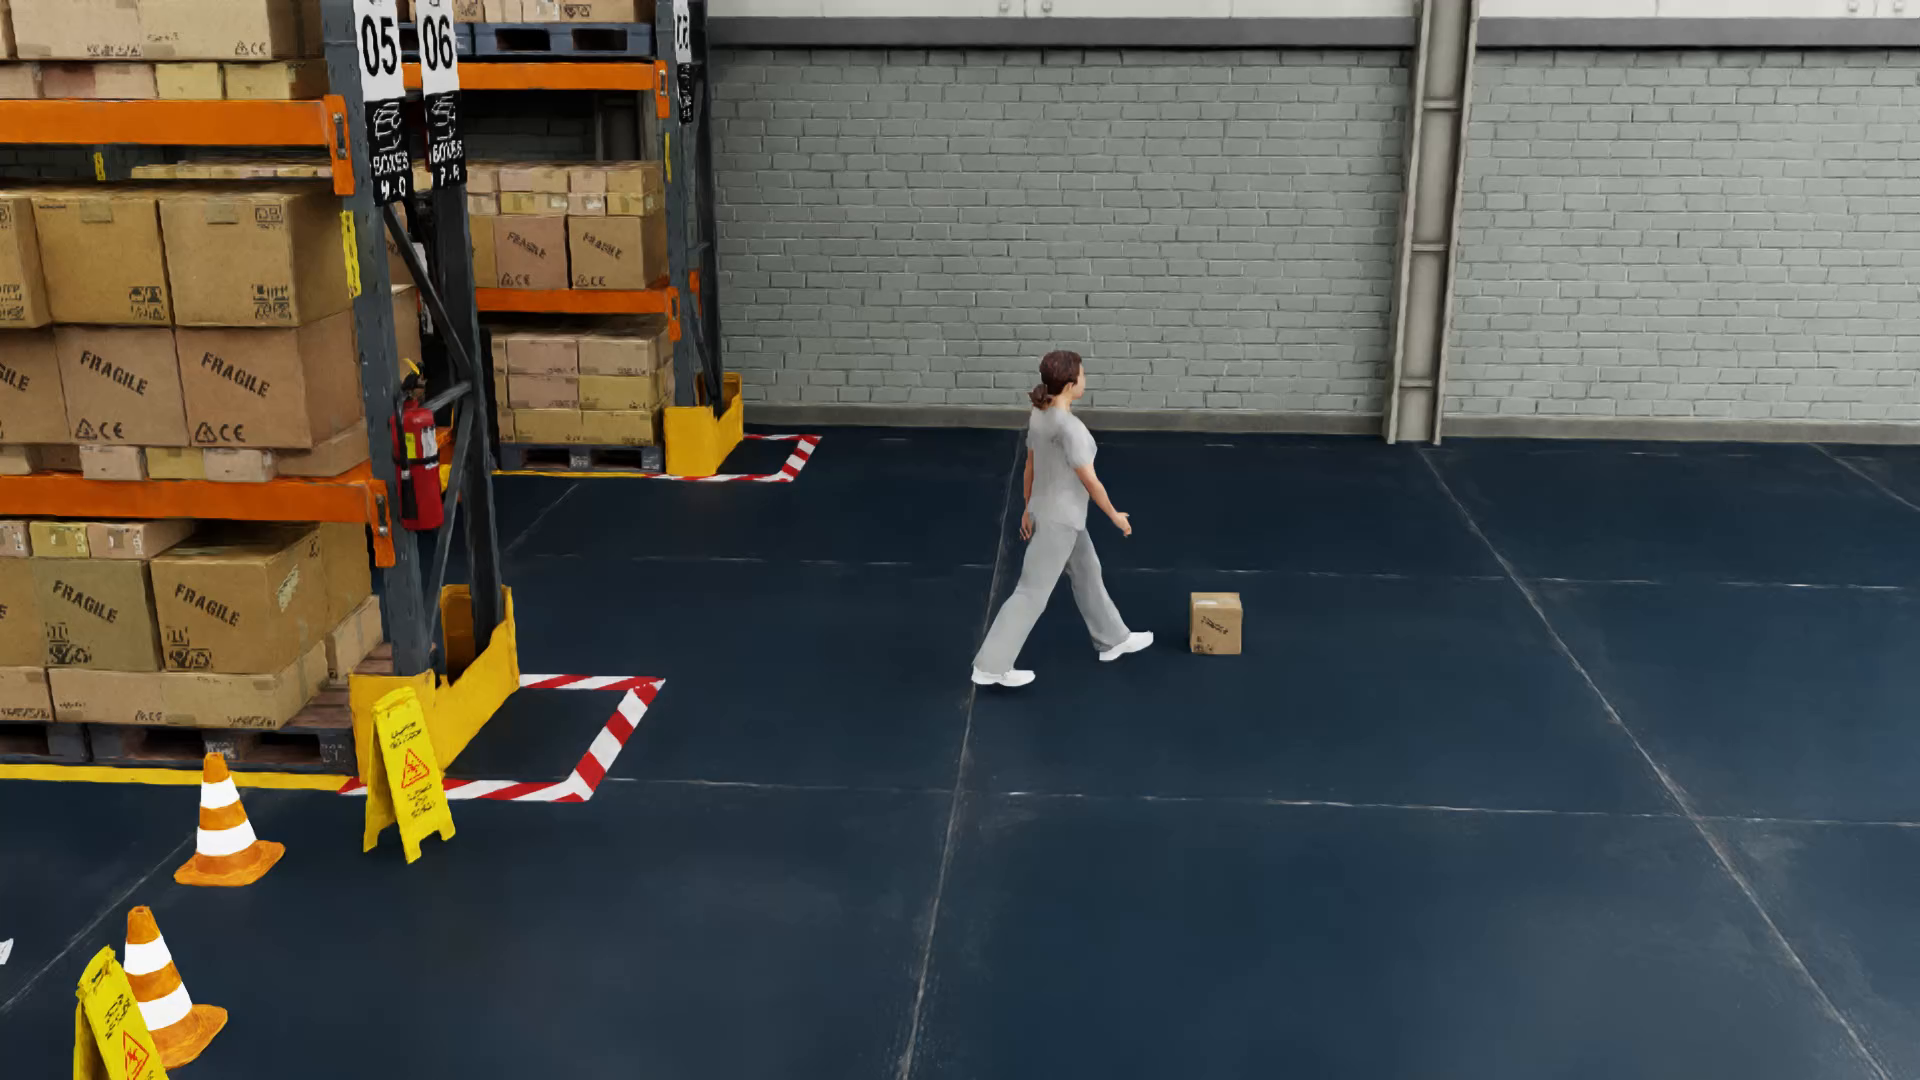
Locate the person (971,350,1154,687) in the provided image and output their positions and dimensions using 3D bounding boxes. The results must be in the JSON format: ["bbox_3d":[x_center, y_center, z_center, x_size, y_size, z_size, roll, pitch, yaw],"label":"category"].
[{"bbox_3d":[0.525,-0.114,7.924,1.018,1.609,0.474,-5,18,-16],"label":"person"}]
